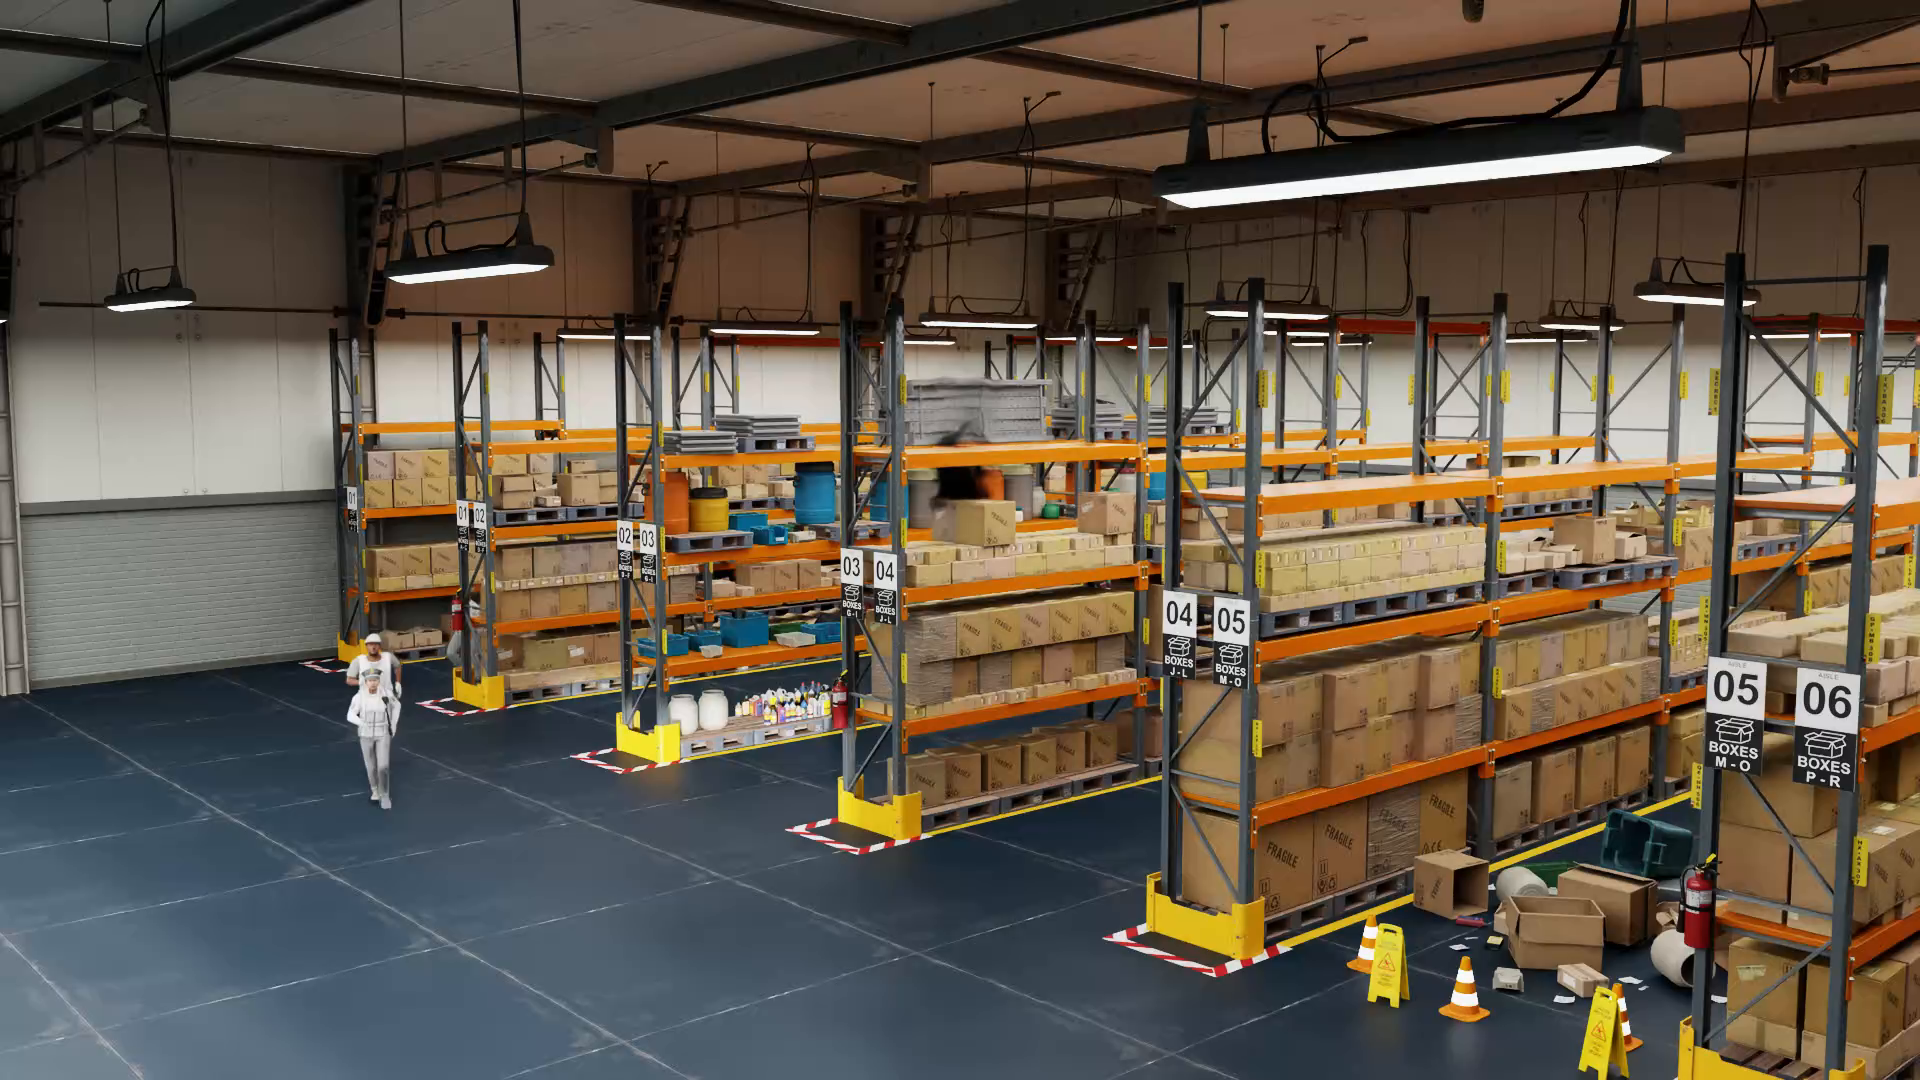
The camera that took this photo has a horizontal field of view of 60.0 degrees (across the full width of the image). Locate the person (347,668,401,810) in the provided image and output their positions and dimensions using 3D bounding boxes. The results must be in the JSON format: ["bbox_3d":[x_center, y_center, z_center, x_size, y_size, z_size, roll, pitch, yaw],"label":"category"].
[{"bbox_3d":[-7.002,2.377,19.883,0.596,1.733,0.712,-2,6,-15],"label":"person"}]

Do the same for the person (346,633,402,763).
[{"bbox_3d":[-7.636,2.114,21.691,0.684,1.816,0.906,-2,6,-18],"label":"person"}]

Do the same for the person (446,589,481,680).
[{"bbox_3d":[-8.288,1.608,27.987,0.597,1.687,0.642,4,7,35],"label":"person"}]
